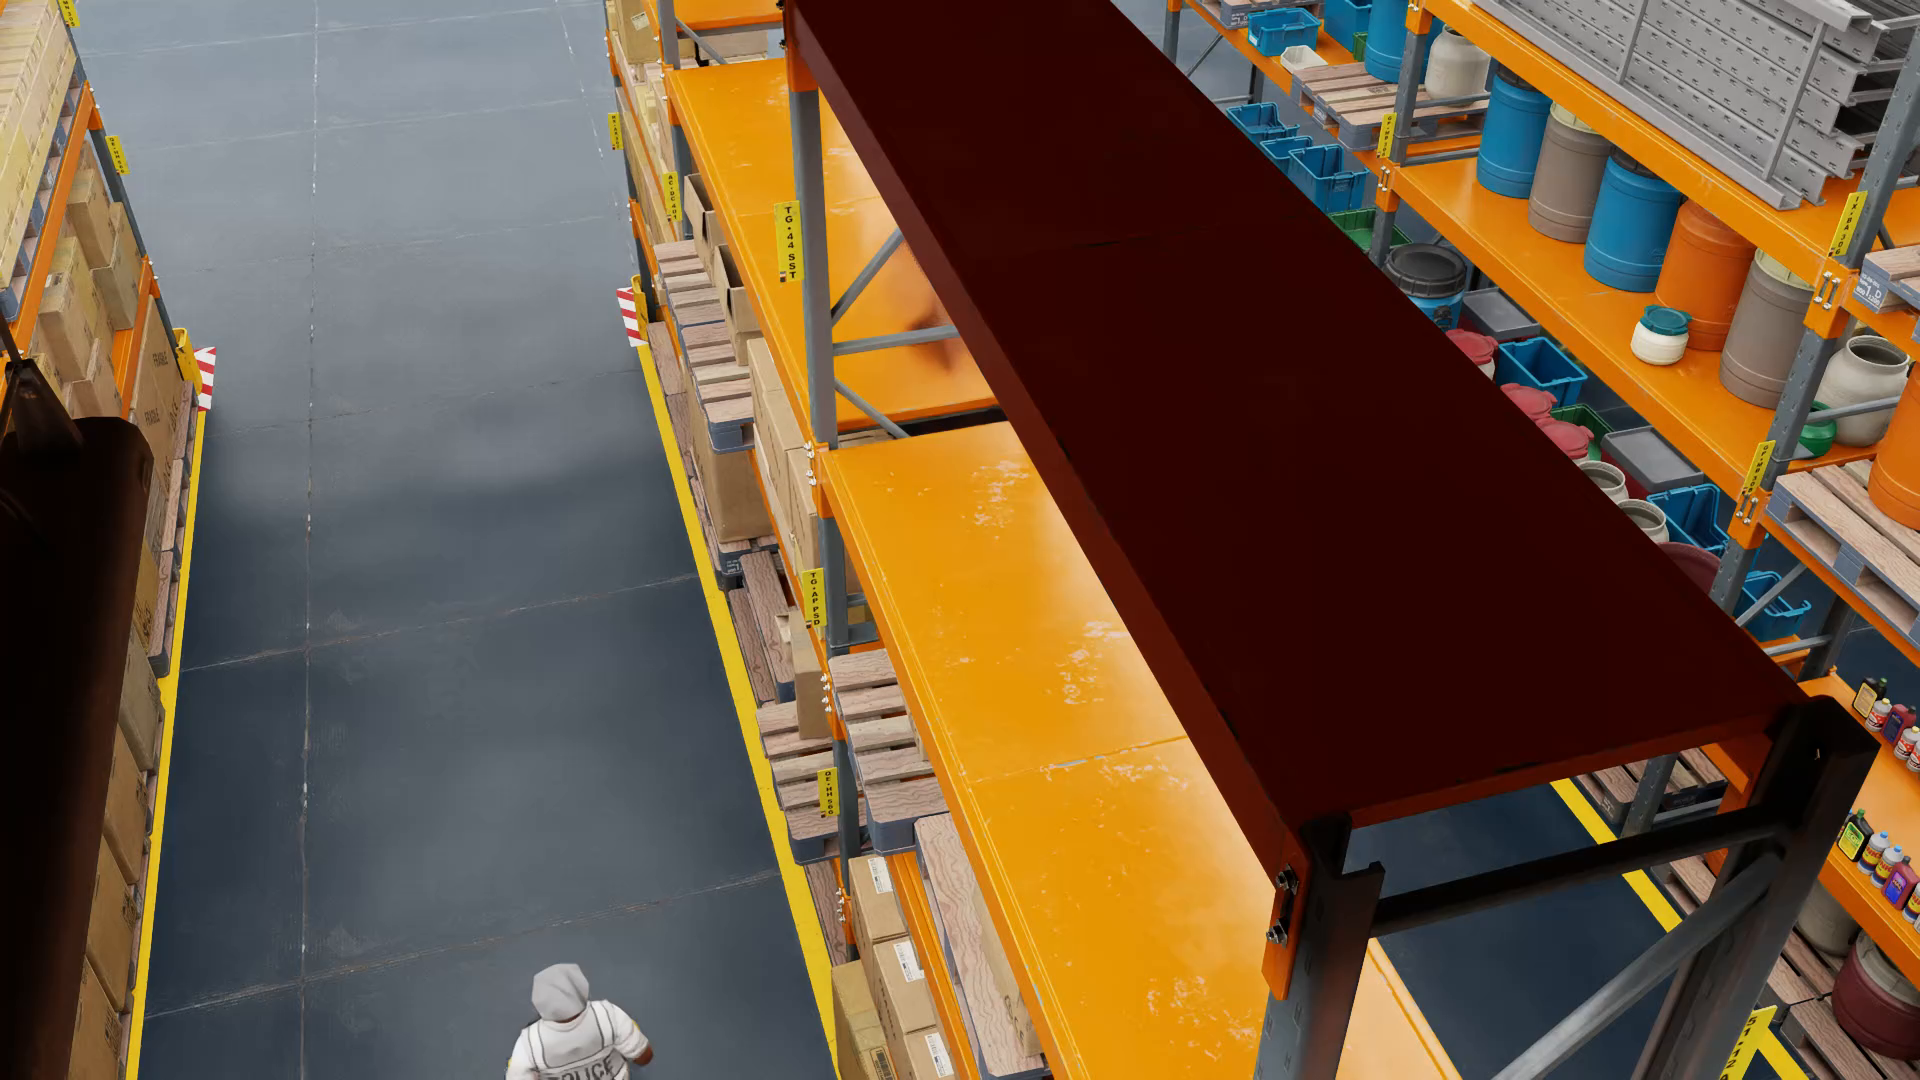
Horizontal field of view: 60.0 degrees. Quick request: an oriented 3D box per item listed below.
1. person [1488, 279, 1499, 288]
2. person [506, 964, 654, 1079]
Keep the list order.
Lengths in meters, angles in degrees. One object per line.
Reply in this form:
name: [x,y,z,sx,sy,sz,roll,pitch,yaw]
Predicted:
person: [4.818,-2.665,14.800,0.682,1.729,0.572,-16,41,-19]
person: [-1.746,2.564,7.736,0.665,1.756,0.589,-14,41,-17]
